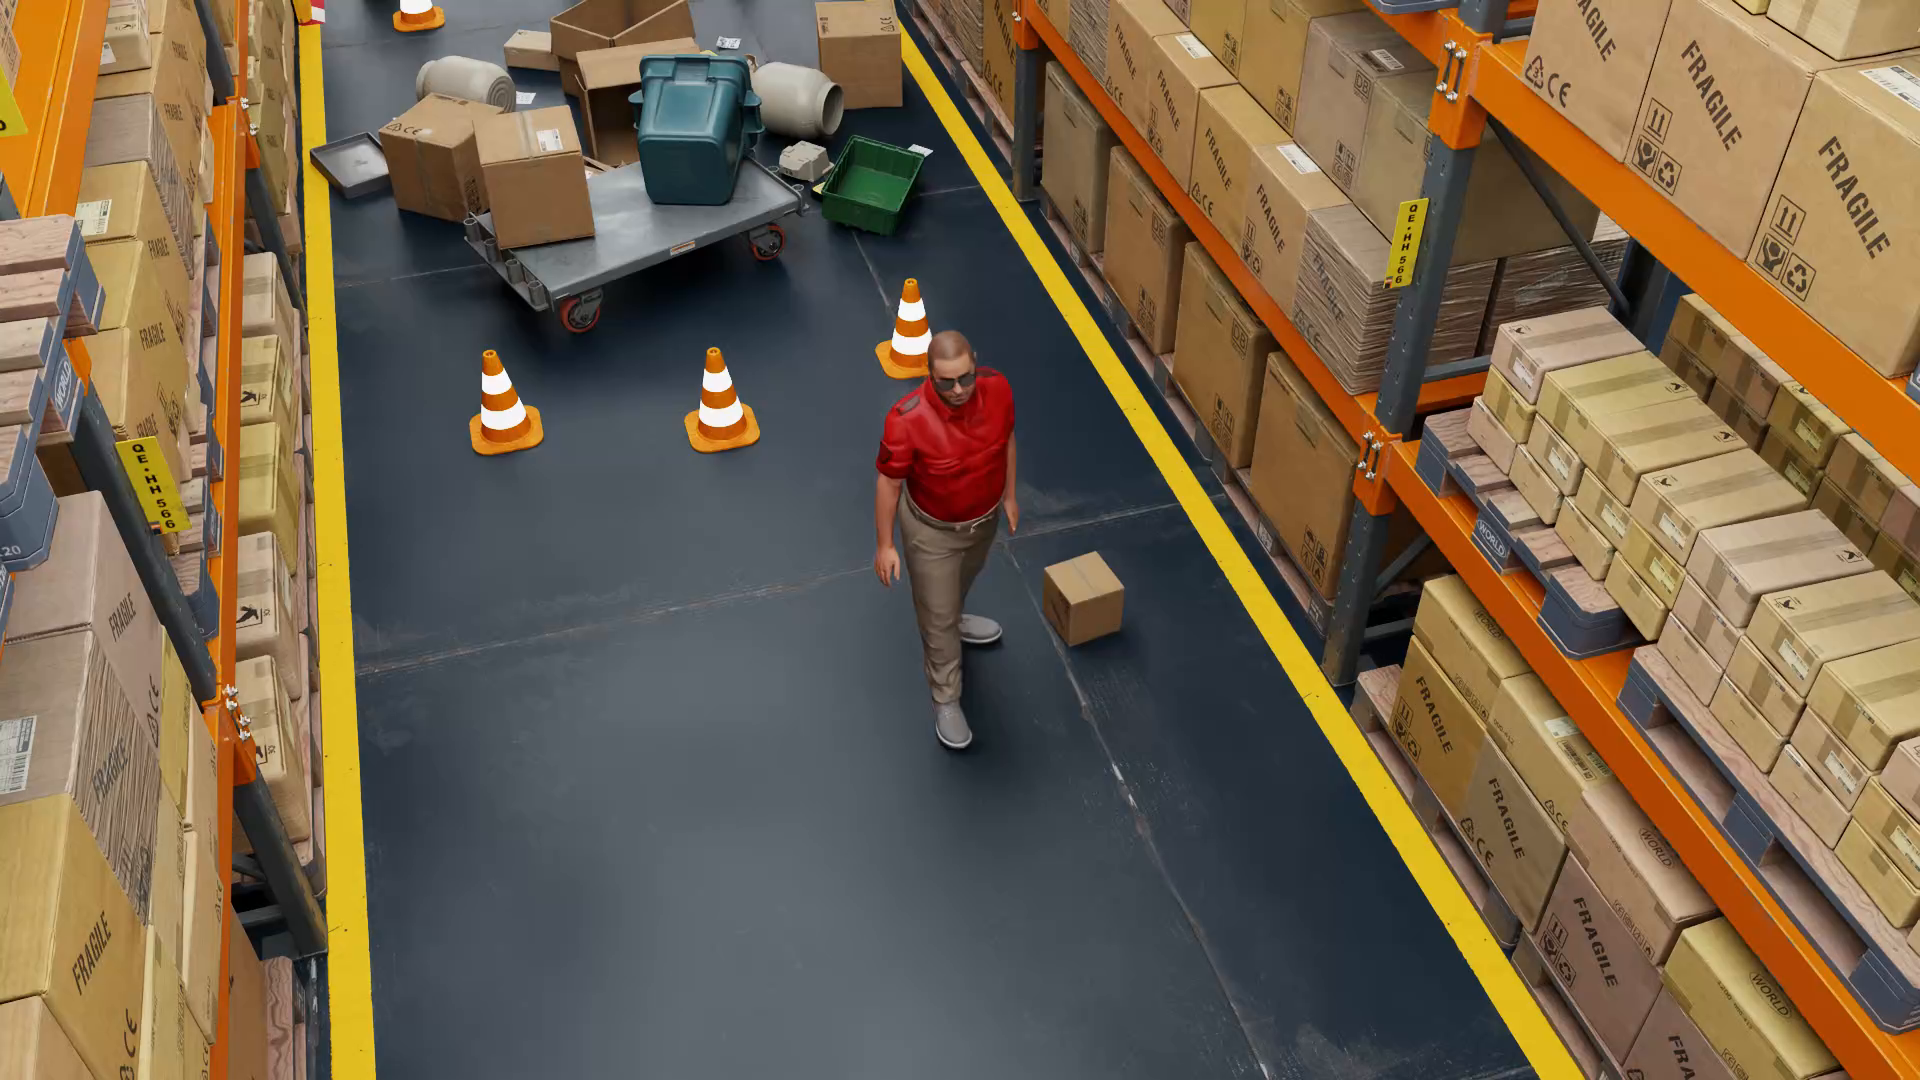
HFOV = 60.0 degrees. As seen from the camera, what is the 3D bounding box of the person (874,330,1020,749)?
[{"bbox_3d":[-0.021,-0.055,6.223,0.648,1.717,0.643,-28,49,-28],"label":"person"}]
